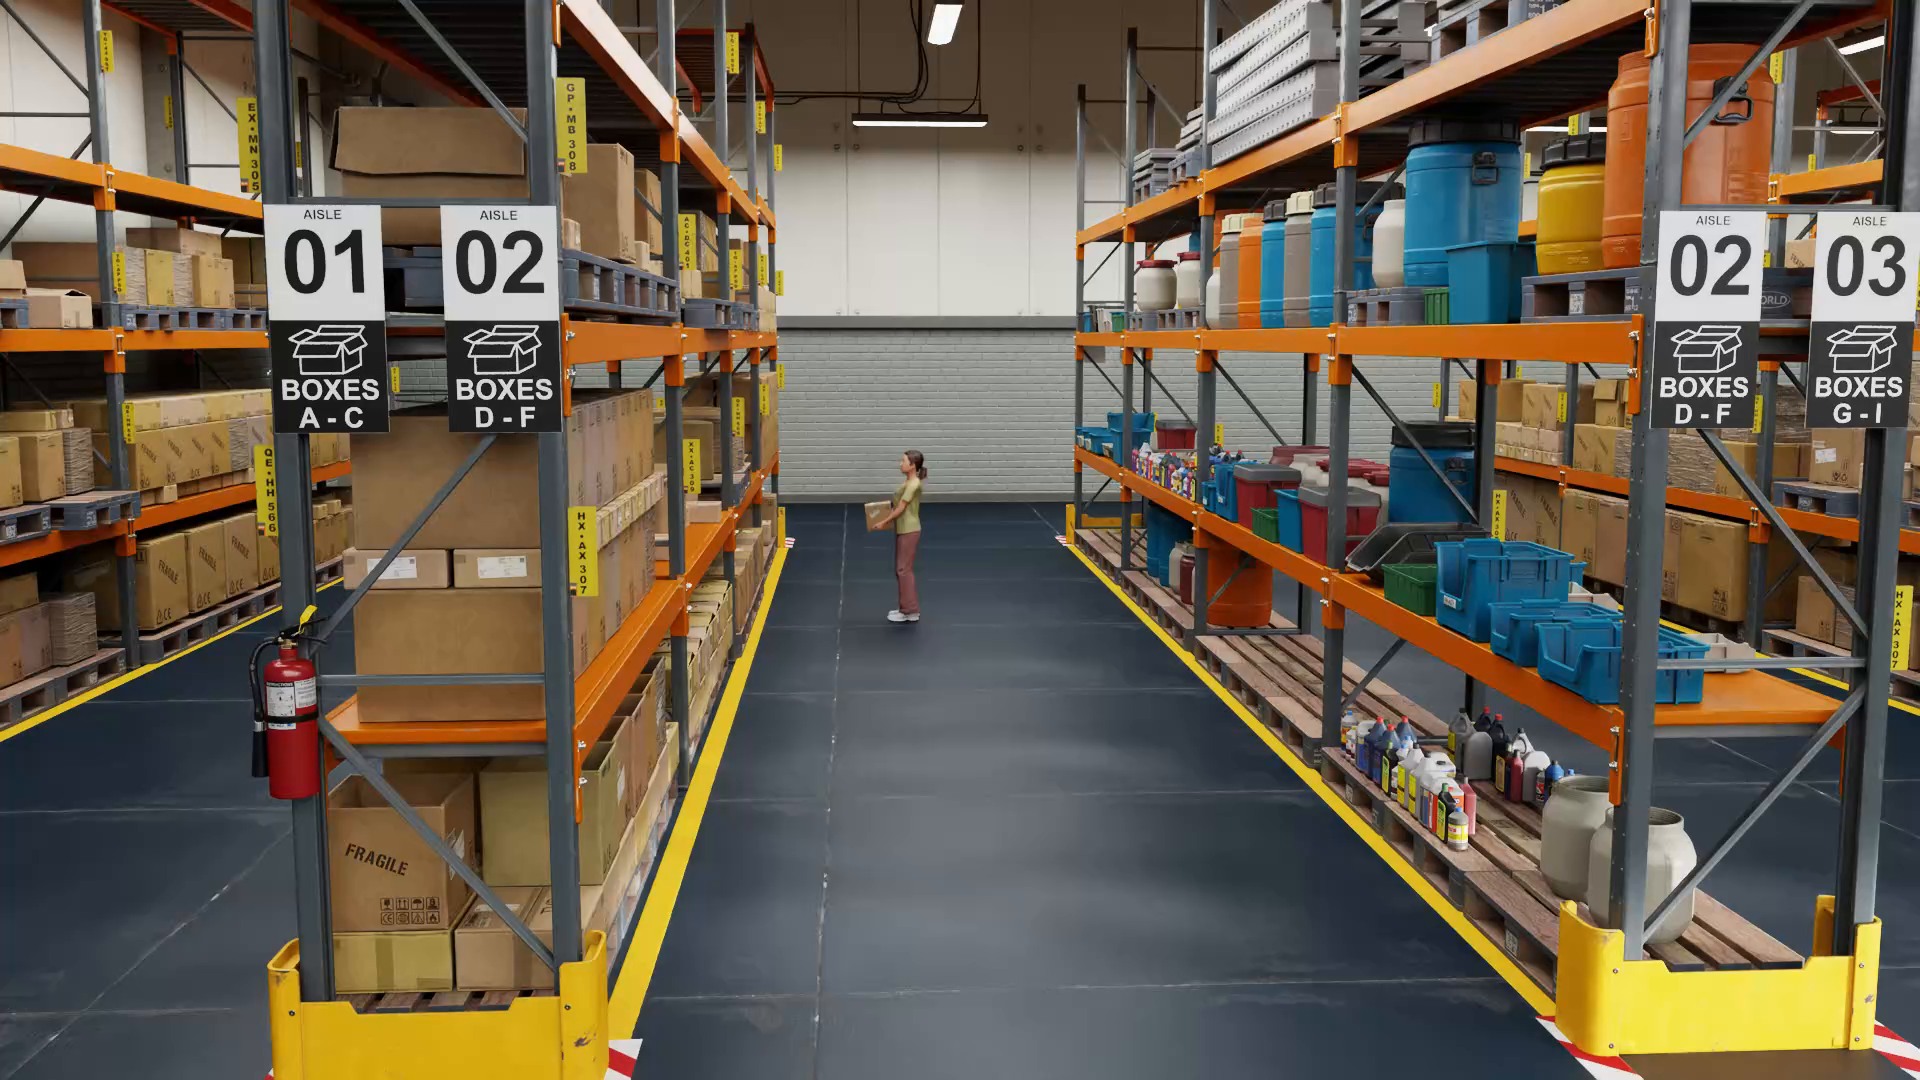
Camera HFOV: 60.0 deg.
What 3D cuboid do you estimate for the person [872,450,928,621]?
[{"bbox_3d":[-0.583,-0.045,16.210,0.553,1.656,0.425,0,7,-3],"label":"person"}]
